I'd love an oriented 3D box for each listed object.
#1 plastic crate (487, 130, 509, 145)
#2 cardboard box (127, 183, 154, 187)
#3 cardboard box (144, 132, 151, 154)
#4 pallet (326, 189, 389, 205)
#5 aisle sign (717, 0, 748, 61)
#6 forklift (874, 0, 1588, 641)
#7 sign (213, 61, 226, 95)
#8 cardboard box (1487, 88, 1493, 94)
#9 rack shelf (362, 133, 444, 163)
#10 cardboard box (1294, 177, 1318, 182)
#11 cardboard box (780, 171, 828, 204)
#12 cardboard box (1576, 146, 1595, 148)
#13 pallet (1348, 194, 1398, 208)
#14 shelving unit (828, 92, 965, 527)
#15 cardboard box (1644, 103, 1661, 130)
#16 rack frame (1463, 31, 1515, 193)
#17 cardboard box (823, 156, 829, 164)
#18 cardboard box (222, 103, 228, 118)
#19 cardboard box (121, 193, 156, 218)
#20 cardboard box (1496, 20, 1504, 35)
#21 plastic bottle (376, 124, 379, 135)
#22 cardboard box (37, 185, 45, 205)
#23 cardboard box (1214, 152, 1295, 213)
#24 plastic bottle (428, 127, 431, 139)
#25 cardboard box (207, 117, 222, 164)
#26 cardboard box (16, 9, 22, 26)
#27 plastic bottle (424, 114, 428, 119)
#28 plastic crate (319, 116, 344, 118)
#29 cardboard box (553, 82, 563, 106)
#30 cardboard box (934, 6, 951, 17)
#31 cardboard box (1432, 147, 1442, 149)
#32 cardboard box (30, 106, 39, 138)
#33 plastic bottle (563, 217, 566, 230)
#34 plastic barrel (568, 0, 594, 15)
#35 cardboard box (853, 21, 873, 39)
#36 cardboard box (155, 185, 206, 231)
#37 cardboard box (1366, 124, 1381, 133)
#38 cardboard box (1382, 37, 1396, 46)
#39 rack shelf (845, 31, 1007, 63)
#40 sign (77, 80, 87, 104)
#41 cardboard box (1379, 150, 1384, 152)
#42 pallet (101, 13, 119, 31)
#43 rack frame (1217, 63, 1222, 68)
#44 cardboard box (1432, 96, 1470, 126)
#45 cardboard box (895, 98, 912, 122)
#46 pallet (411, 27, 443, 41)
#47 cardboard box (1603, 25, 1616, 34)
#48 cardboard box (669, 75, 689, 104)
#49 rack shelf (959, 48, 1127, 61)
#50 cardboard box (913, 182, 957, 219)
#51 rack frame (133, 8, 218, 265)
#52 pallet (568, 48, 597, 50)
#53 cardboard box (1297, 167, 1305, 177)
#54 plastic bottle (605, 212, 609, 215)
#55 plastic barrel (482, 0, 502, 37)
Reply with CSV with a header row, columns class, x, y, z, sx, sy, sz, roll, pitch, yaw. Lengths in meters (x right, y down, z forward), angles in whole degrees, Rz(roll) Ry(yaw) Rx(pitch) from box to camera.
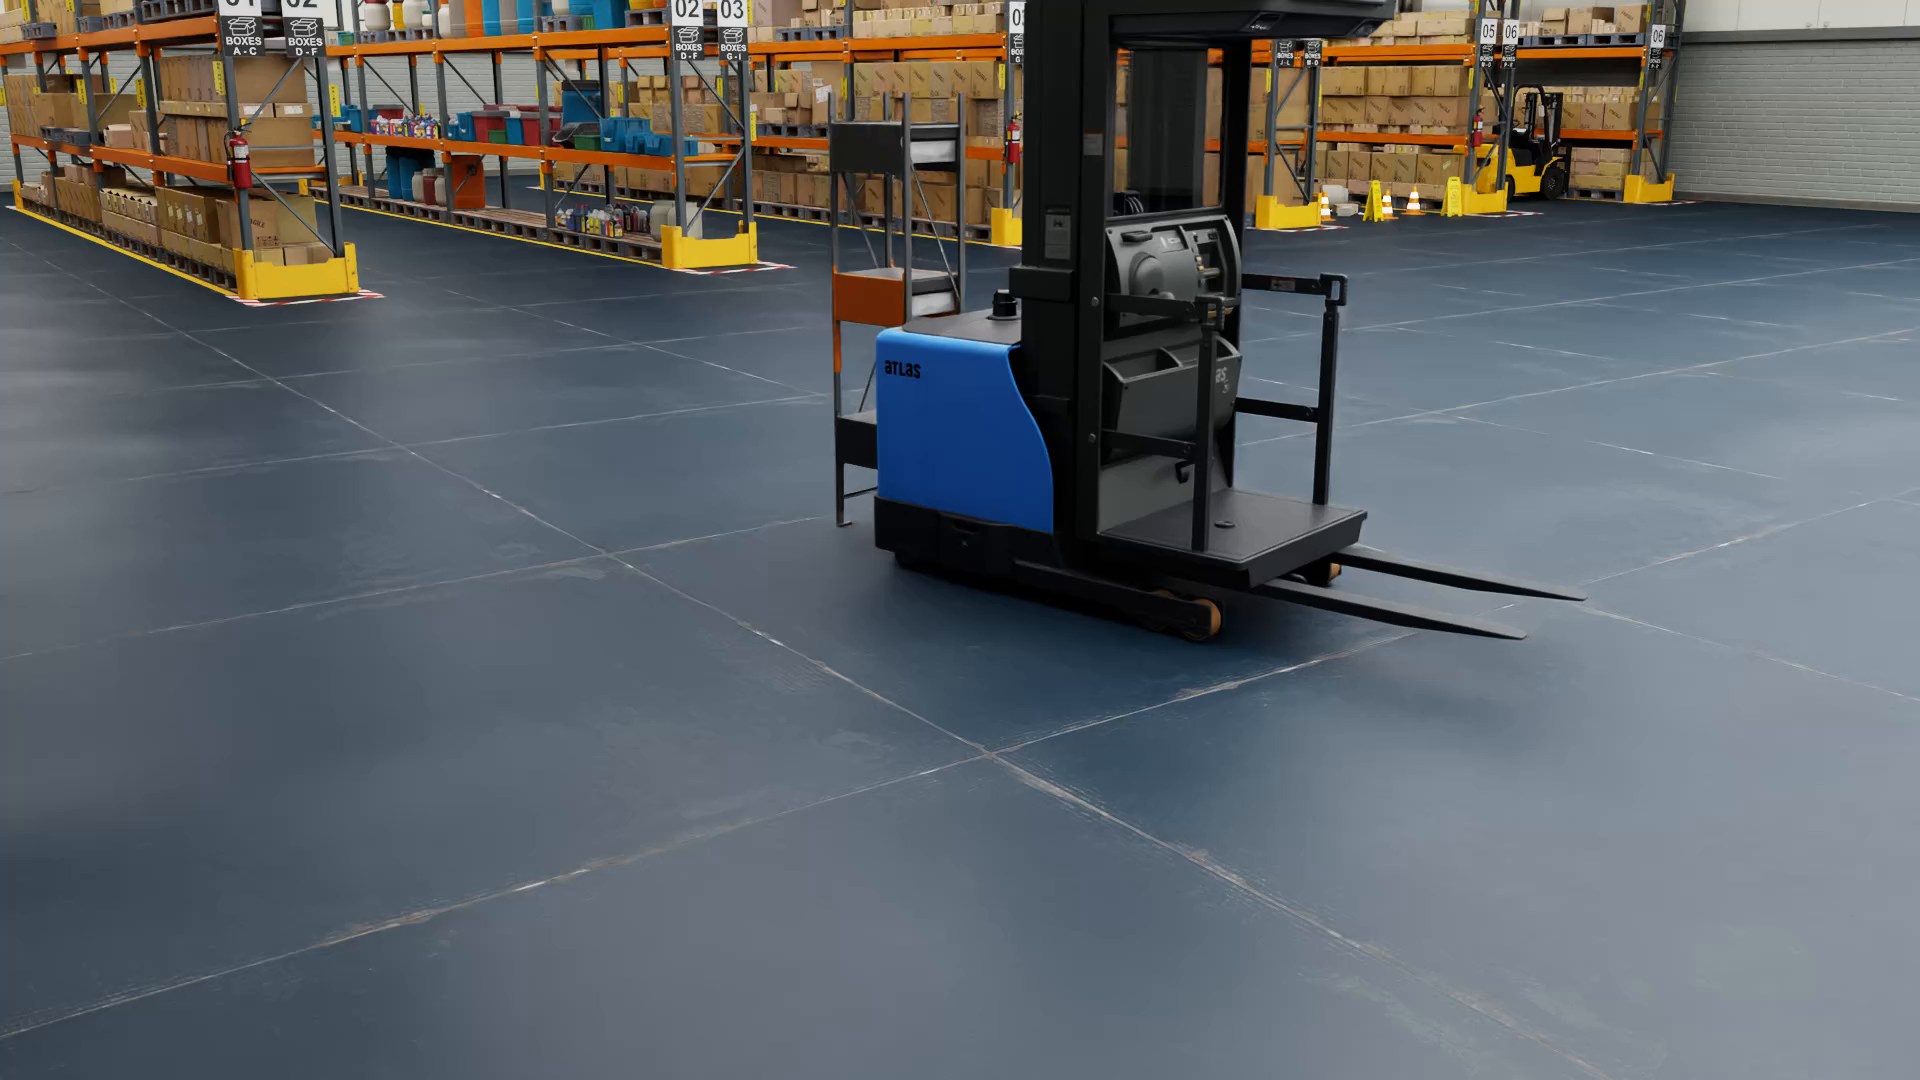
class,x,y,z,sx,sy,sz,roll,pitch,yaw
plastic crate,-6.584,-5.896,24.337,0.450,0.188,0.662,-11,19,-35
cardboard box,-12.041,-5.015,24.619,0.500,0.500,0.500,-12,19,-37
cardboard box,-10.006,-4.996,20.904,0.396,0.266,0.258,-11,19,-36
pallet,-11.221,-6.445,31.224,1.003,0.211,1.213,-11,19,-35
aisle sign,-2.701,-6.100,19.756,0.394,0.787,0.004,-11,19,-35
forklift,1.060,-1.170,6.798,3.031,2.935,1.130,12,20,38
sign,-7.436,-4.639,16.702,0.100,0.325,0.005,-11,19,-35
cardboard box,10.892,-9.100,33.659,0.380,0.149,0.250,-11,19,-34
rack shelf,-8.860,-6.604,27.886,1.077,0.370,4.000,-11,19,-35
cardboard box,6.220,-6.333,30.261,0.500,0.500,0.500,1,15,4
cardboard box,-2.592,-5.923,27.937,0.700,0.500,0.500,-9,18,-30
cardboard box,12.344,-7.599,32.678,0.500,0.250,0.500,-11,19,-35
pallet,7.836,-6.233,30.451,1.003,0.211,1.213,-11,19,-35
shelving unit,-0.297,-1.074,8.023,0.503,2.100,0.431,13,20,40
cardboard box,12.989,-8.091,31.767,0.500,0.500,0.500,-10,18,-33
rack frame,9.042,-7.123,28.419,1.000,3.000,0.127,-11,19,-35
cardboard box,-2.712,-8.146,35.634,0.380,0.149,0.250,-11,19,-35
cardboard box,-7.523,-4.517,17.478,0.380,0.149,0.250,-10,18,-33
cardboard box,-10.706,-4.416,21.878,0.500,0.311,0.500,-11,19,-35
cardboard box,8.962,-8.789,28.546,0.500,0.250,0.500,-11,19,-36
plastic bottle,-10.004,-7.088,28.666,0.097,0.201,0.097,0,15,0
cardboard box,-15.050,-5.763,27.711,0.500,0.311,0.500,-11,19,-35
cardboard box,4.646,-5.645,26.249,0.875,0.875,0.875,-11,19,-34
plastic bottle,-8.455,-6.525,26.611,0.097,0.201,0.097,0,15,0
cardboard box,-7.853,-4.416,18.339,0.700,0.500,0.500,-11,19,-34
cardboard box,-14.841,-8.395,26.721,0.500,0.250,0.500,-11,19,-35
plastic bottle,-9.230,-7.209,28.827,0.144,0.351,0.185,-11,19,-35
plastic crate,-11.734,-7.796,31.080,0.416,0.233,0.300,-11,19,-35
cardboard box,-8.023,-9.183,34.245,0.500,0.500,0.500,-11,19,-36
cardboard box,-0.148,-7.441,23.428,0.380,0.149,0.250,-12,19,-37
cardboard box,9.938,-8.082,35.626,0.875,0.625,0.625,-11,19,-35
cardboard box,-14.850,-6.835,27.178,0.500,0.500,0.500,-10,18,-33
plastic bottle,-5.379,-4.353,22.766,0.097,0.201,0.097,0,15,0
plastic barrel,-4.833,-7.332,21.755,0.600,0.901,0.708,-11,19,-35
cardboard box,-1.268,-7.677,25.047,0.500,0.250,0.500,-12,19,-37
cardboard box,-9.321,-3.992,19.973,0.500,0.500,0.500,-11,19,-35
cardboard box,7.532,-7.415,29.961,0.380,0.149,0.250,-11,19,-35
cardboard box,7.667,-8.802,29.348,0.380,0.149,0.250,-11,19,-35
rack shelf,-0.149,-7.112,24.058,1.077,0.370,4.000,-11,19,-35
sign,-12.126,-6.190,22.967,0.100,0.325,0.005,-11,19,-35
cardboard box,7.857,-6.913,30.645,0.500,0.500,0.500,-10,18,-32
pallet,-10.561,-6.742,21.704,1.003,0.211,1.213,-10,18,-32
rack frame,6.000,-10.457,40.599,1.000,3.000,0.127,-11,19,-35
cardboard box,8.501,-7.388,28.633,0.500,0.500,0.500,-11,19,-36
cardboard box,-0.470,-6.321,24.738,0.875,0.500,0.500,-11,19,-35
pallet,-8.054,-8.058,26.512,1.003,0.211,1.213,-11,19,-35
cardboard box,12.323,-9.600,31.279,0.380,0.149,0.250,-12,19,-36
cardboard box,-4.875,-8.265,30.503,0.797,0.503,0.637,-10,18,-33
rack shelf,1.570,-8.714,29.913,1.077,0.370,4.000,-11,19,-35
cardboard box,-0.351,-5.103,24.977,0.500,0.500,0.500,-13,20,-39
rack frame,-9.341,-4.902,20.304,1.000,3.000,0.127,-11,19,-35
pallet,-7.936,-10.248,34.324,1.003,0.211,1.213,-11,19,-35
cardboard box,6.380,-7.024,32.239,0.950,0.372,0.625,-11,19,-34
plastic bottle,-4.727,-4.229,22.171,0.152,0.276,0.135,-11,19,-35
plastic barrel,-6.575,-7.713,23.942,0.600,0.901,0.708,-11,19,-35
